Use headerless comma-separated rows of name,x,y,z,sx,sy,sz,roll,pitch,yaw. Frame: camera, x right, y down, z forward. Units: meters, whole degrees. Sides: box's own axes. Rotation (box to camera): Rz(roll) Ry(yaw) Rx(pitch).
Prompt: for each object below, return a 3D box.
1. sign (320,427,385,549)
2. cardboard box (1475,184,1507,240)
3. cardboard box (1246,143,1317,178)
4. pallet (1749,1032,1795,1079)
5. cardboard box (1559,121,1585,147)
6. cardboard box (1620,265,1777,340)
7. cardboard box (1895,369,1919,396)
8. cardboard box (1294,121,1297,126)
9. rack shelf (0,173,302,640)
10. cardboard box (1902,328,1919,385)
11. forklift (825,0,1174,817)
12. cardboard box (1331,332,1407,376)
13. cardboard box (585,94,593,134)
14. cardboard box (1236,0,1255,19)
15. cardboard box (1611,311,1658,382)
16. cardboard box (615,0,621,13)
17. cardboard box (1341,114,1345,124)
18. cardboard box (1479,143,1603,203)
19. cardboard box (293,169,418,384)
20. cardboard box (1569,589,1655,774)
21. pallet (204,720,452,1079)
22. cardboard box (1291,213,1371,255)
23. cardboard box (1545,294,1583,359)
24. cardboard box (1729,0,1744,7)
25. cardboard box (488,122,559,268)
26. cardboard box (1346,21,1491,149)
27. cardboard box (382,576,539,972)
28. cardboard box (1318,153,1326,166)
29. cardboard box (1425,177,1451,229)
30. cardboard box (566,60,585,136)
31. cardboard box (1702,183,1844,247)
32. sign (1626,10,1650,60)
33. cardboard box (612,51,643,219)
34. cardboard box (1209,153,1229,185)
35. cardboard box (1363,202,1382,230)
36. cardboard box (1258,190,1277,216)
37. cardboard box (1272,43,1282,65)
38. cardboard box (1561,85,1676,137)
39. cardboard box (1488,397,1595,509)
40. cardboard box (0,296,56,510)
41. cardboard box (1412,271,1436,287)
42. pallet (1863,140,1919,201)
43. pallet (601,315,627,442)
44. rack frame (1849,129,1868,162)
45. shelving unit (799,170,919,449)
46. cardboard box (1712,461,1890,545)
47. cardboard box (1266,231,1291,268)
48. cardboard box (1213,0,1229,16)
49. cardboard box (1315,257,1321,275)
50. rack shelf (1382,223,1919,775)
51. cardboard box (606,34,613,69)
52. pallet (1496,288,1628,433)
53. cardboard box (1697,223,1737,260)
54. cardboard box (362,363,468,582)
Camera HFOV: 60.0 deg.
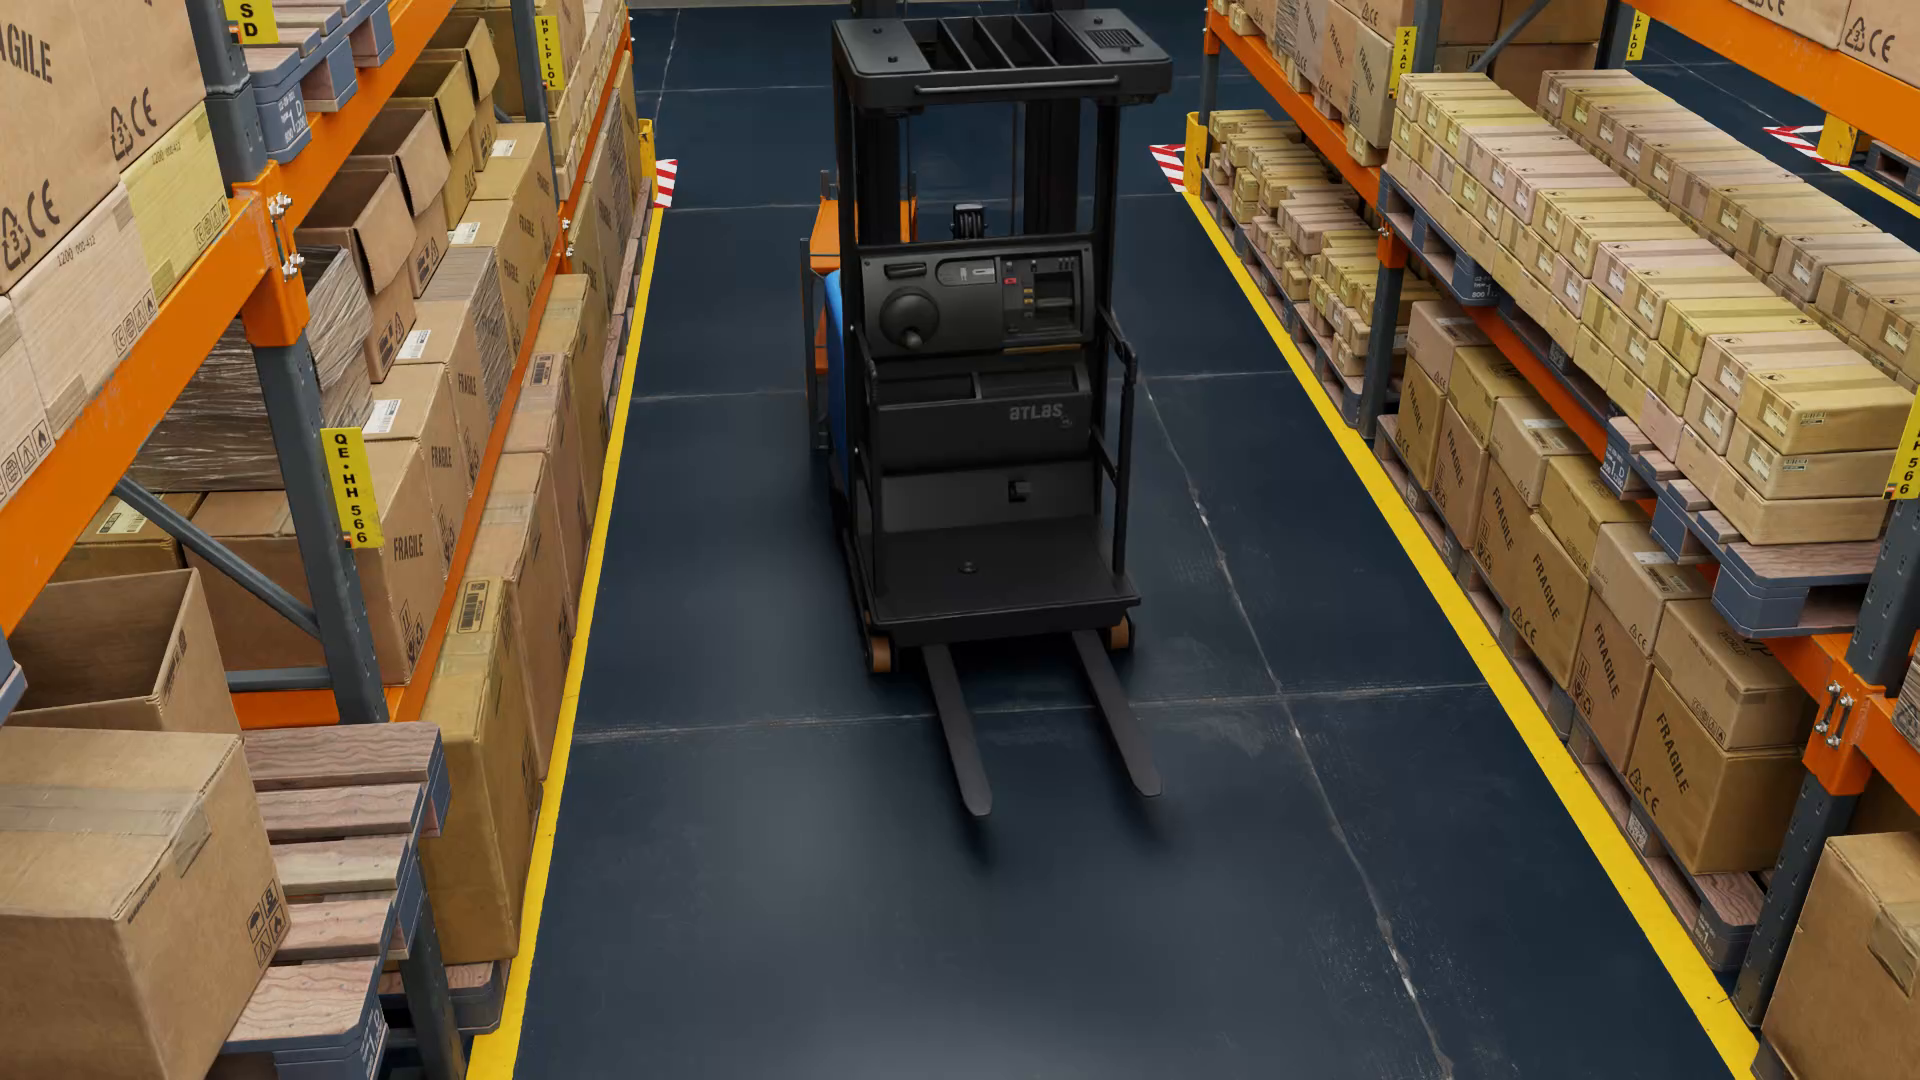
sign,-1.454,-0.121,3.976,0.100,0.325,0.005,-3,31,-5
cardboard box,2.262,-1.298,6.544,0.380,0.149,0.250,-2,31,-3
cardboard box,2.065,-2.434,10.689,0.380,0.149,0.250,-4,31,-7
pallet,2.953,1.790,4.548,1.003,0.211,1.213,-3,31,-5
cardboard box,2.840,-1.728,7.263,0.380,0.149,0.250,-3,31,-4
cardboard box,2.378,-0.768,5.366,0.380,0.149,0.250,-2,31,-3
cardboard box,3.082,-0.408,5.054,0.380,0.149,0.250,-1,31,-2
cardboard box,2.509,-2.852,11.389,0.380,0.149,0.250,-2,31,-4
rack shelf,-1.807,0.415,1.907,1.077,0.370,4.000,-3,31,-5
cardboard box,3.076,-0.524,4.957,0.380,0.149,0.250,-4,31,-6
forklift,0.115,-0.910,6.416,1.130,2.935,3.031,-5,31,-9
cardboard box,2.205,-0.996,8.863,0.380,0.149,0.250,-2,31,-4
cardboard box,-2.164,-2.262,8.857,0.380,0.149,0.250,-3,31,-5
cardboard box,2.049,-3.554,10.388,0.500,0.500,0.500,-3,31,-4
cardboard box,2.378,-0.642,5.445,0.380,0.149,0.250,-3,31,-4
cardboard box,-2.431,-3.541,10.609,0.500,0.250,0.500,-3,31,-5
cardboard box,2.267,-2.283,8.892,0.380,0.149,0.250,-4,31,-6
cardboard box,2.258,-1.429,6.473,0.380,0.149,0.250,-3,31,-5
cardboard box,-2.104,-0.808,5.102,0.797,0.503,0.637,-2,31,-3
cardboard box,2.588,0.491,6.032,0.500,0.500,0.500,-2,31,-3
pallet,-1.821,0.814,3.650,1.213,0.211,1.003,-3,31,-5
cardboard box,2.131,-1.762,9.565,0.380,0.149,0.250,-4,31,-7
cardboard box,2.336,-0.771,5.951,0.380,0.149,0.250,-2,31,-3
cardboard box,2.546,-1.934,5.040,0.500,0.500,0.500,-3,31,-5
cardboard box,-2.052,-1.487,7.217,0.500,0.500,0.500,-3,31,-4
cardboard box,2.254,-2.260,8.221,0.500,0.500,0.500,-3,31,-5
cardboard box,-2.037,0.751,5.230,1.225,0.875,0.875,-4,31,-7
cardboard box,2.591,-2.461,11.026,0.380,0.149,0.250,-4,31,-7
cardboard box,2.211,-1.436,7.064,0.380,0.149,0.250,-3,31,-4
cardboard box,-2.192,-2.240,8.431,0.500,0.250,0.500,-3,31,-5
cardboard box,2.960,-1.185,6.064,0.380,0.149,0.250,-3,31,-5
sign,3.133,-2.381,7.682,0.100,0.325,0.005,-3,31,-5
cardboard box,-2.602,-2.657,10.936,0.875,0.875,0.875,-3,31,-5
cardboard box,1.937,-2.572,11.501,0.380,0.149,0.250,-2,31,-4
cardboard box,2.618,-1.925,9.837,0.380,0.149,0.250,-4,31,-7
cardboard box,2.116,-2.172,10.542,0.380,0.149,0.250,-4,31,-7
cardboard box,2.104,-2.948,10.006,0.380,0.149,0.250,-3,31,-6
cardboard box,2.838,-1.851,7.179,0.380,0.149,0.250,-4,31,-6
cardboard box,2.482,-0.363,6.729,0.500,0.250,0.500,-2,31,-3
cardboard box,-1.601,-0.111,2.231,0.500,0.250,0.500,-2,31,-3
cardboard box,2.694,-1.388,9.229,0.380,0.149,0.250,-3,31,-5
pallet,7.278,-2.585,11.872,1.003,0.211,1.213,-3,31,-5
pallet,-2.360,-0.865,8.992,1.003,0.211,1.213,-3,31,-5
rack frame,7.126,-4.187,11.834,1.000,3.000,0.127,-3,31,-5
shelving unit,-0.502,-1.214,8.686,0.538,1.125,1.048,1,31,1
cardboard box,2.451,-0.116,4.854,0.380,0.149,0.250,-2,31,-4
cardboard box,2.095,-1.782,10.179,0.380,0.149,0.250,-3,31,-5
cardboard box,1.911,-3.609,11.112,0.380,0.149,0.250,-3,31,-5
cardboard box,2.229,-1.492,9.403,0.380,0.149,0.250,-2,31,-4
rack shelf,2.767,-0.526,6.407,1.077,0.370,4.000,-3,31,-5
cardboard box,-2.283,-2.917,9.953,0.380,0.149,0.250,-3,31,-6
pallet,2.728,-0.740,6.251,1.003,0.211,1.213,-3,31,-5
cardboard box,2.958,-1.065,6.153,0.380,0.149,0.250,-2,31,-3
cardboard box,-1.818,-0.195,5.054,0.500,0.500,0.500,-4,31,-6
